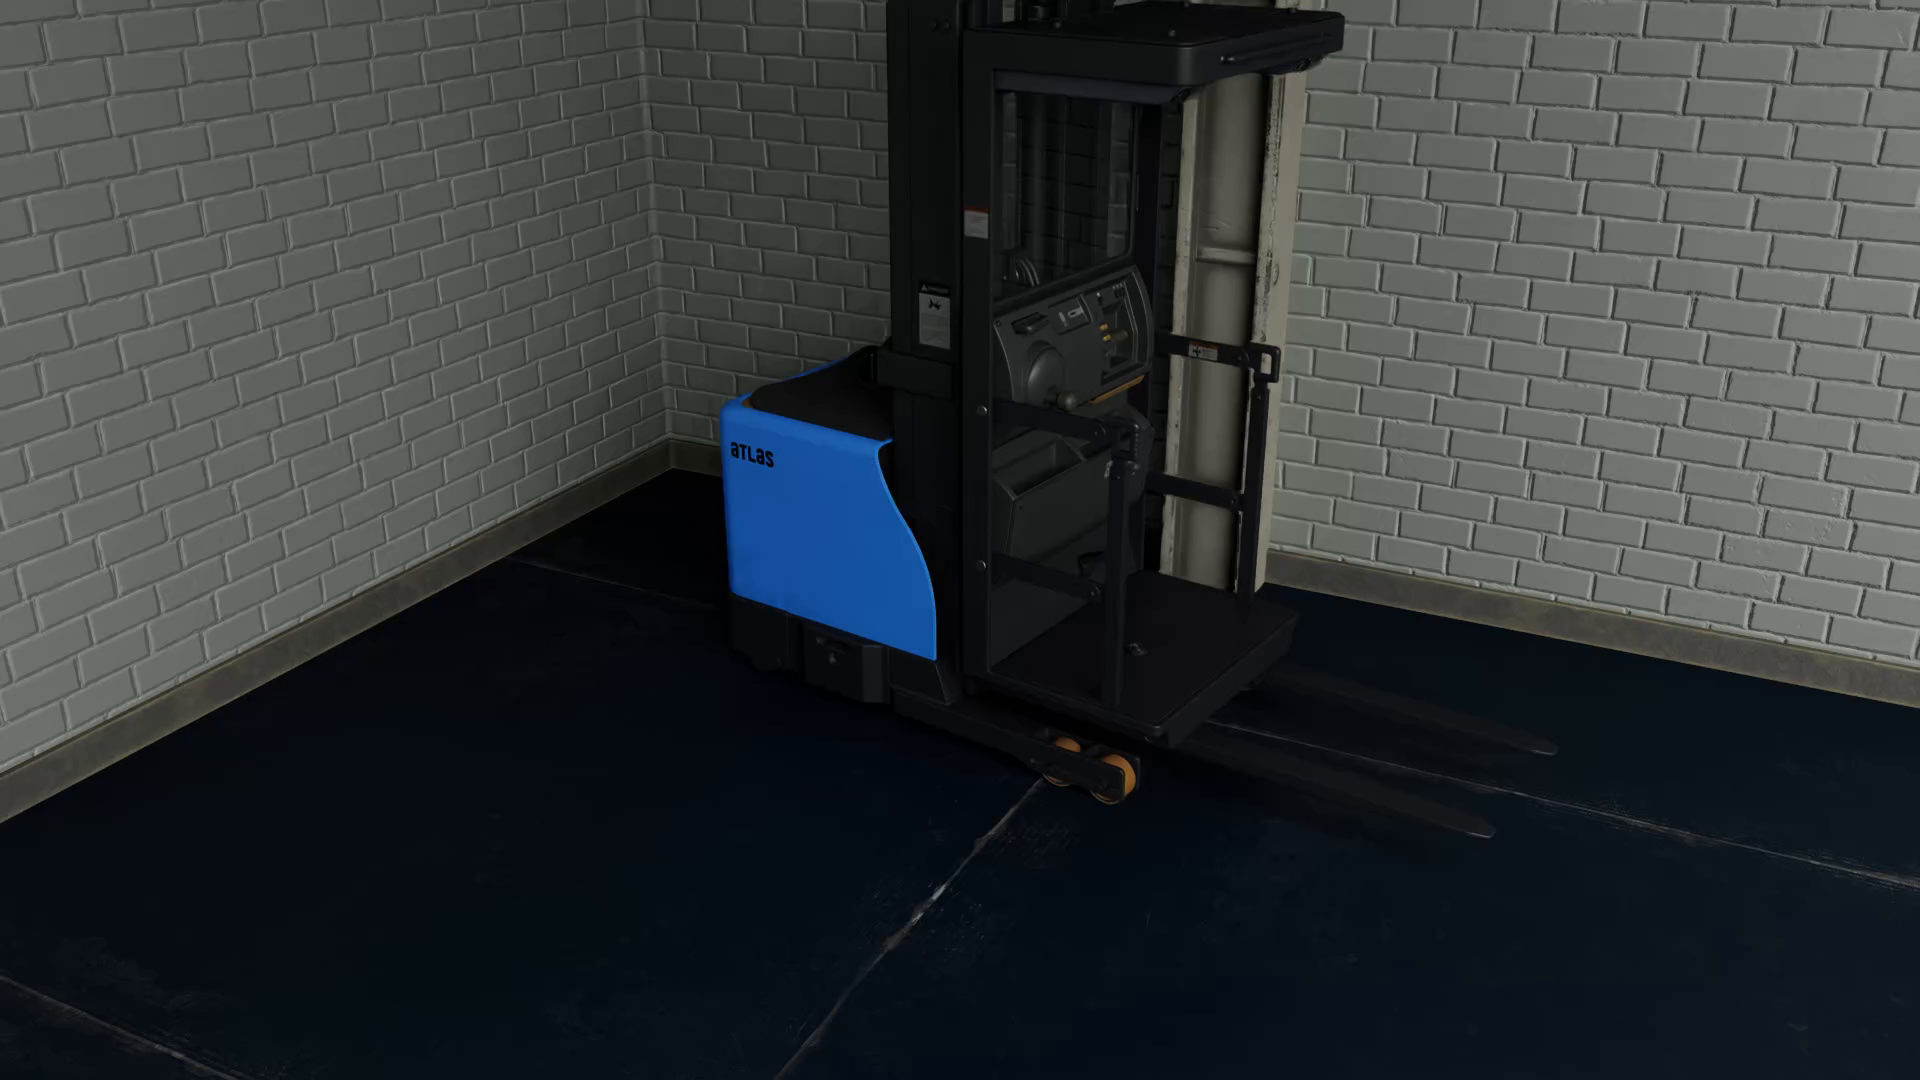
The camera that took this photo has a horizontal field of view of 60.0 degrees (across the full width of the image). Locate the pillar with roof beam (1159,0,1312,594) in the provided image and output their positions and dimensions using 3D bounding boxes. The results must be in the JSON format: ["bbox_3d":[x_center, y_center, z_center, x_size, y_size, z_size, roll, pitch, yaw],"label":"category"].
[{"bbox_3d":[-0.834,-2.447,2.004,0.400,9.000,9.100,11,25,25],"label":"pillar with roof beam"}]

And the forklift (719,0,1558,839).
[{"bbox_3d":[0.574,-0.689,5.626,3.031,2.935,1.130,16,28,32],"label":"forklift"}]
